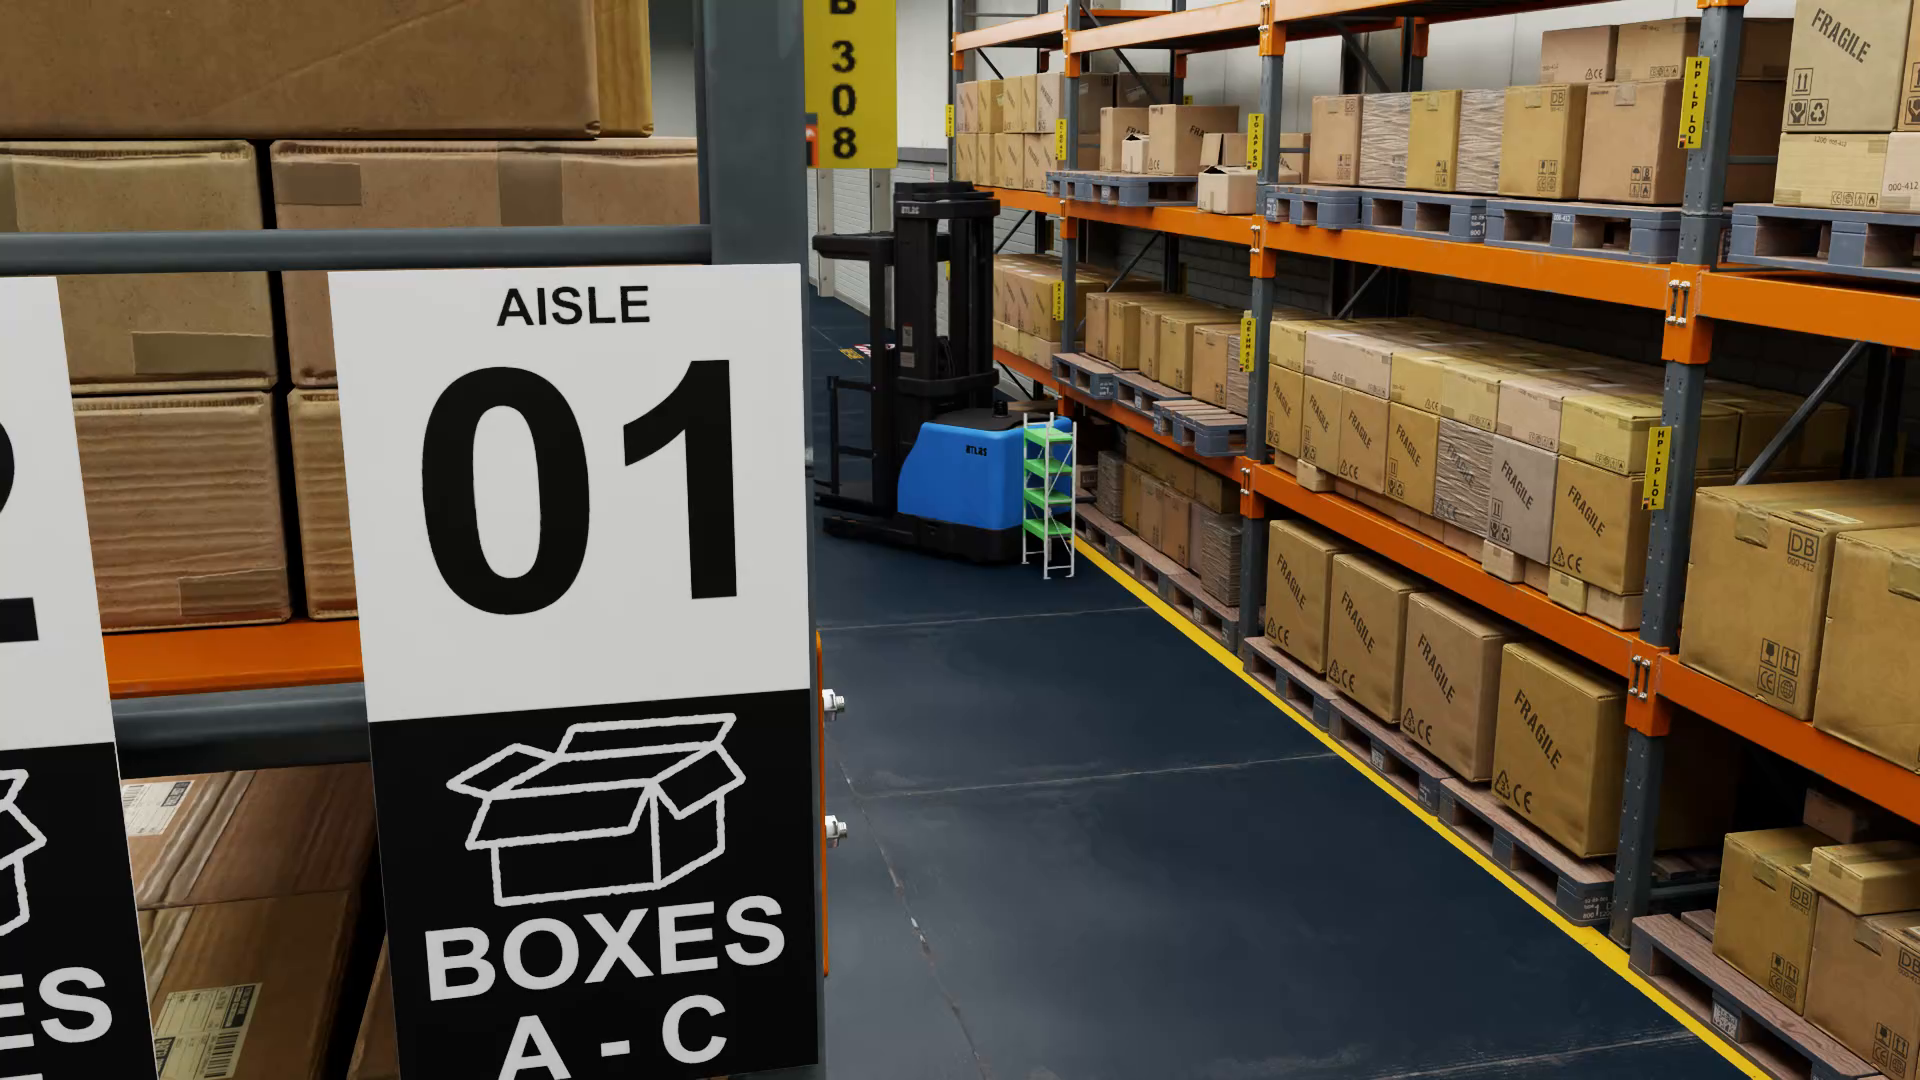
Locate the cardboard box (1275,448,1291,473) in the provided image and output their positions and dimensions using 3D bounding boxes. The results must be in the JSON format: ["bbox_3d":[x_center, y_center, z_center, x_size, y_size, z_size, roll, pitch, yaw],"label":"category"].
[{"bbox_3d":[2.153,-0.508,10.175,0.380,0.149,0.250,-3,14,-14],"label":"cardboard box"}]

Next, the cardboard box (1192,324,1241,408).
[{"bbox_3d":[2.024,-1.207,11.410,0.700,0.500,0.500,-5,14,-18],"label":"cardboard box"}]

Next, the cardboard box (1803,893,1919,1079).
[{"bbox_3d":[3.431,1.518,5.776,0.700,0.500,0.500,-3,14,-14],"label":"cardboard box"}]

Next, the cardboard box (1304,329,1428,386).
[{"bbox_3d":[2.284,-1.034,9.378,0.500,0.250,0.500,-3,14,-14],"label":"cardboard box"}]

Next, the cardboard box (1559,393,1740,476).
[{"bbox_3d":[2.882,-0.447,6.978,0.500,0.250,0.500,-3,14,-12],"label":"cardboard box"}]

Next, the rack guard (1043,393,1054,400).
[{"bbox_3d":[0.440,-1.323,18.290,1.175,0.500,0.348,-3,14,-13],"label":"rack guard"}]

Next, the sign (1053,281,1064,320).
[{"bbox_3d":[0.836,-2.021,14.054,0.100,0.325,0.005,-3,14,-13],"label":"sign"}]

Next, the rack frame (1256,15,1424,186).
[{"bbox_3d":[2.301,-3.624,9.799,1.000,3.000,0.127,-3,14,-13],"label":"rack frame"}]

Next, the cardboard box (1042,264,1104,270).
[{"bbox_3d":[1.092,-2.407,16.155,0.500,0.500,0.500,-3,14,-12],"label":"cardboard box"}]

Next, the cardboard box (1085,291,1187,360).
[{"bbox_3d":[1.448,-1.775,13.736,0.700,0.500,0.500,-3,14,-13],"label":"cardboard box"}]

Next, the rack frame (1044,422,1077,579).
[{"bbox_3d":[0.759,-0.294,12.602,0.240,1.200,0.015,-4,14,-17],"label":"rack frame"}]

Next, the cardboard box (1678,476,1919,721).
[{"bbox_3d":[3.352,0.194,6.183,0.980,0.700,0.700,-3,14,-12],"label":"cardboard box"}]

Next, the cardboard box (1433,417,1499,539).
[{"bbox_3d":[2.648,-0.316,8.019,0.500,0.500,0.500,-3,14,-13],"label":"cardboard box"}]

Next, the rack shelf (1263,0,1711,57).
[{"bbox_3d":[2.771,-2.619,8.043,1.077,0.370,4.000,-3,14,-13],"label":"rack shelf"}]

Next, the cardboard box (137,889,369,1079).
[{"bbox_3d":[-1.006,0.791,2.050,0.500,0.500,0.500,-3,14,-14],"label":"cardboard box"}]

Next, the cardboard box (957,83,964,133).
[{"bbox_3d":[0.277,-4.454,17.157,0.500,0.500,0.500,-4,14,-17],"label":"cardboard box"}]

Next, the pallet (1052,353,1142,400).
[{"bbox_3d":[1.400,-1.355,13.556,1.003,0.211,1.213,-3,14,-13],"label":"pallet"}]

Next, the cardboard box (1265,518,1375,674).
[{"bbox_3d":[2.346,0.308,9.992,0.750,0.750,0.750,-3,14,-14],"label":"cardboard box"}]

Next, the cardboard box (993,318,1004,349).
[{"bbox_3d":[0.595,-2.008,16.100,0.500,0.250,0.500,-3,14,-13],"label":"cardboard box"}]

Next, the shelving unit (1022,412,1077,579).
[{"bbox_3d":[0.686,-0.349,12.828,0.258,1.200,0.503,-4,14,-17],"label":"shelving unit"}]

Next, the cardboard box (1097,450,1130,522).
[{"bbox_3d":[1.551,-0.463,13.841,0.700,0.500,0.500,-3,14,-11],"label":"cardboard box"}]

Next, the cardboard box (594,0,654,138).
[{"bbox_3d":[-0.806,-0.816,2.310,0.700,0.500,0.500,-3,14,-13],"label":"cardboard box"}]

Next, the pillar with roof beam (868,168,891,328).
[{"bbox_3d":[-5.575,-7.884,27.239,9.100,9.000,0.400,-3,14,-13],"label":"pillar with roof beam"}]

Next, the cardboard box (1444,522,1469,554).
[{"bbox_3d":[2.630,-0.032,8.226,0.380,0.149,0.250,-4,14,-15],"label":"cardboard box"}]

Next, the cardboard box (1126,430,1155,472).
[{"bbox_3d":[1.658,-0.726,13.337,0.500,0.250,0.500,-4,14,-14],"label":"cardboard box"}]

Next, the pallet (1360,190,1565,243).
[{"bbox_3d":[2.770,-1.672,8.526,1.003,0.211,1.213,-3,14,-11],"label":"pallet"}]

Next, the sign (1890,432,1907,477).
[{"bbox_3d":[3.780,-0.277,6.750,0.100,0.325,0.005,-3,14,-13],"label":"sign"}]

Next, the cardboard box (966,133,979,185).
[{"bbox_3d":[0.349,-3.854,16.807,0.500,0.500,0.500,-2,14,-9],"label":"cardboard box"}]

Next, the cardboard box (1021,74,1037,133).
[{"bbox_3d":[0.841,-3.860,14.728,0.500,0.500,0.500,-3,14,-10],"label":"cardboard box"}]

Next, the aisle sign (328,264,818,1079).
[{"bbox_3d":[-0.333,0.149,1.517,0.394,0.787,0.004,-3,14,-13],"label":"aisle sign"}]

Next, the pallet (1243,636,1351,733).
[{"bbox_3d":[2.413,0.831,10.080,1.003,0.211,1.213,-3,14,-13],"label":"pallet"}]

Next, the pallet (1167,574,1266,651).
[{"bbox_3d":[2.119,0.465,11.580,1.003,0.211,1.213,-3,14,-13],"label":"pallet"}]

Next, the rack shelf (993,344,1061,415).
[{"bbox_3d":[0.892,-1.744,16.262,1.077,0.370,4.000,-3,14,-13],"label":"rack shelf"}]

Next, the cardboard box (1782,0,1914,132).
[{"bbox_3d":[3.136,-1.608,5.508,0.500,0.500,0.500,-3,14,-14],"label":"cardboard box"}]

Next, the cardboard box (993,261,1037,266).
[{"bbox_3d":[0.464,-2.495,16.514,0.500,0.500,0.500,-4,14,-15],"label":"cardboard box"}]

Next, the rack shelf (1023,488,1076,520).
[{"bbox_3d":[0.686,-0.287,12.843,0.258,0.148,0.480,-4,14,-17],"label":"rack shelf"}]

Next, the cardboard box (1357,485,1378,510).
[{"bbox_3d":[2.433,-0.273,9.212,0.380,0.149,0.250,-3,14,-12],"label":"cardboard box"}]

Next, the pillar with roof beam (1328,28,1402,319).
[{"bbox_3d":[-1.348,-3.732,10.242,9.100,9.000,0.400,-3,14,-13],"label":"pillar with roof beam"}]

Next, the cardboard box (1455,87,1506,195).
[{"bbox_3d":[2.892,-1.959,8.169,0.700,0.500,0.500,-3,14,-13],"label":"cardboard box"}]

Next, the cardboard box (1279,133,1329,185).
[{"bbox_3d":[2.356,-2.404,10.873,0.500,0.500,0.500,-3,14,-13],"label":"cardboard box"}]

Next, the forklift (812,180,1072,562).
[{"bbox_3d":[-0.529,-1.513,13.943,3.031,2.935,1.130,11,18,39],"label":"forklift"}]

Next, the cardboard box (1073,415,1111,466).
[{"bbox_3d":[1.079,-0.869,15.504,0.500,0.500,0.500,-4,14,-17],"label":"cardboard box"}]

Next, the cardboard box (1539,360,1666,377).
[{"bbox_3d":[3.134,-0.710,8.054,0.500,0.250,0.500,-4,14,-15],"label":"cardboard box"}]

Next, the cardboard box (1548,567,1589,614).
[{"bbox_3d":[2.804,0.206,7.249,0.380,0.149,0.250,-3,14,-12],"label":"cardboard box"}]

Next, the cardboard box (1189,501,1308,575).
[{"bbox_3d":[2.074,0.002,11.936,0.700,0.500,0.500,-3,14,-13],"label":"cardboard box"}]

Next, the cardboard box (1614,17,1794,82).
[{"bbox_3d":[3.161,-2.081,7.086,0.500,0.250,0.500,-2,14,-9],"label":"cardboard box"}]

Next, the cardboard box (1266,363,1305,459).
[{"bbox_3d":[2.167,-0.786,9.945,0.500,0.500,0.500,-3,14,-12],"label":"cardboard box"}]

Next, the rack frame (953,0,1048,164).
[{"bbox_3d":[0.422,-5.469,17.353,1.000,3.000,0.127,-3,14,-13],"label":"rack frame"}]

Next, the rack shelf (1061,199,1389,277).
[{"bbox_3d":[1.832,-2.279,12.129,1.077,0.370,4.000,-3,14,-13],"label":"rack shelf"}]

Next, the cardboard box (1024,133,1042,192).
[{"bbox_3d":[0.897,-3.368,14.819,0.500,0.500,0.500,-5,14,-18],"label":"cardboard box"}]

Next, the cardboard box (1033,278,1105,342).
[{"bbox_3d":[0.950,-2.025,14.590,0.500,0.500,0.500,-3,14,-13],"label":"cardboard box"}]

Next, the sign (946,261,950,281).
[{"bbox_3d":[-0.105,-2.945,17.839,0.100,0.325,0.005,-3,14,-13],"label":"sign"}]
